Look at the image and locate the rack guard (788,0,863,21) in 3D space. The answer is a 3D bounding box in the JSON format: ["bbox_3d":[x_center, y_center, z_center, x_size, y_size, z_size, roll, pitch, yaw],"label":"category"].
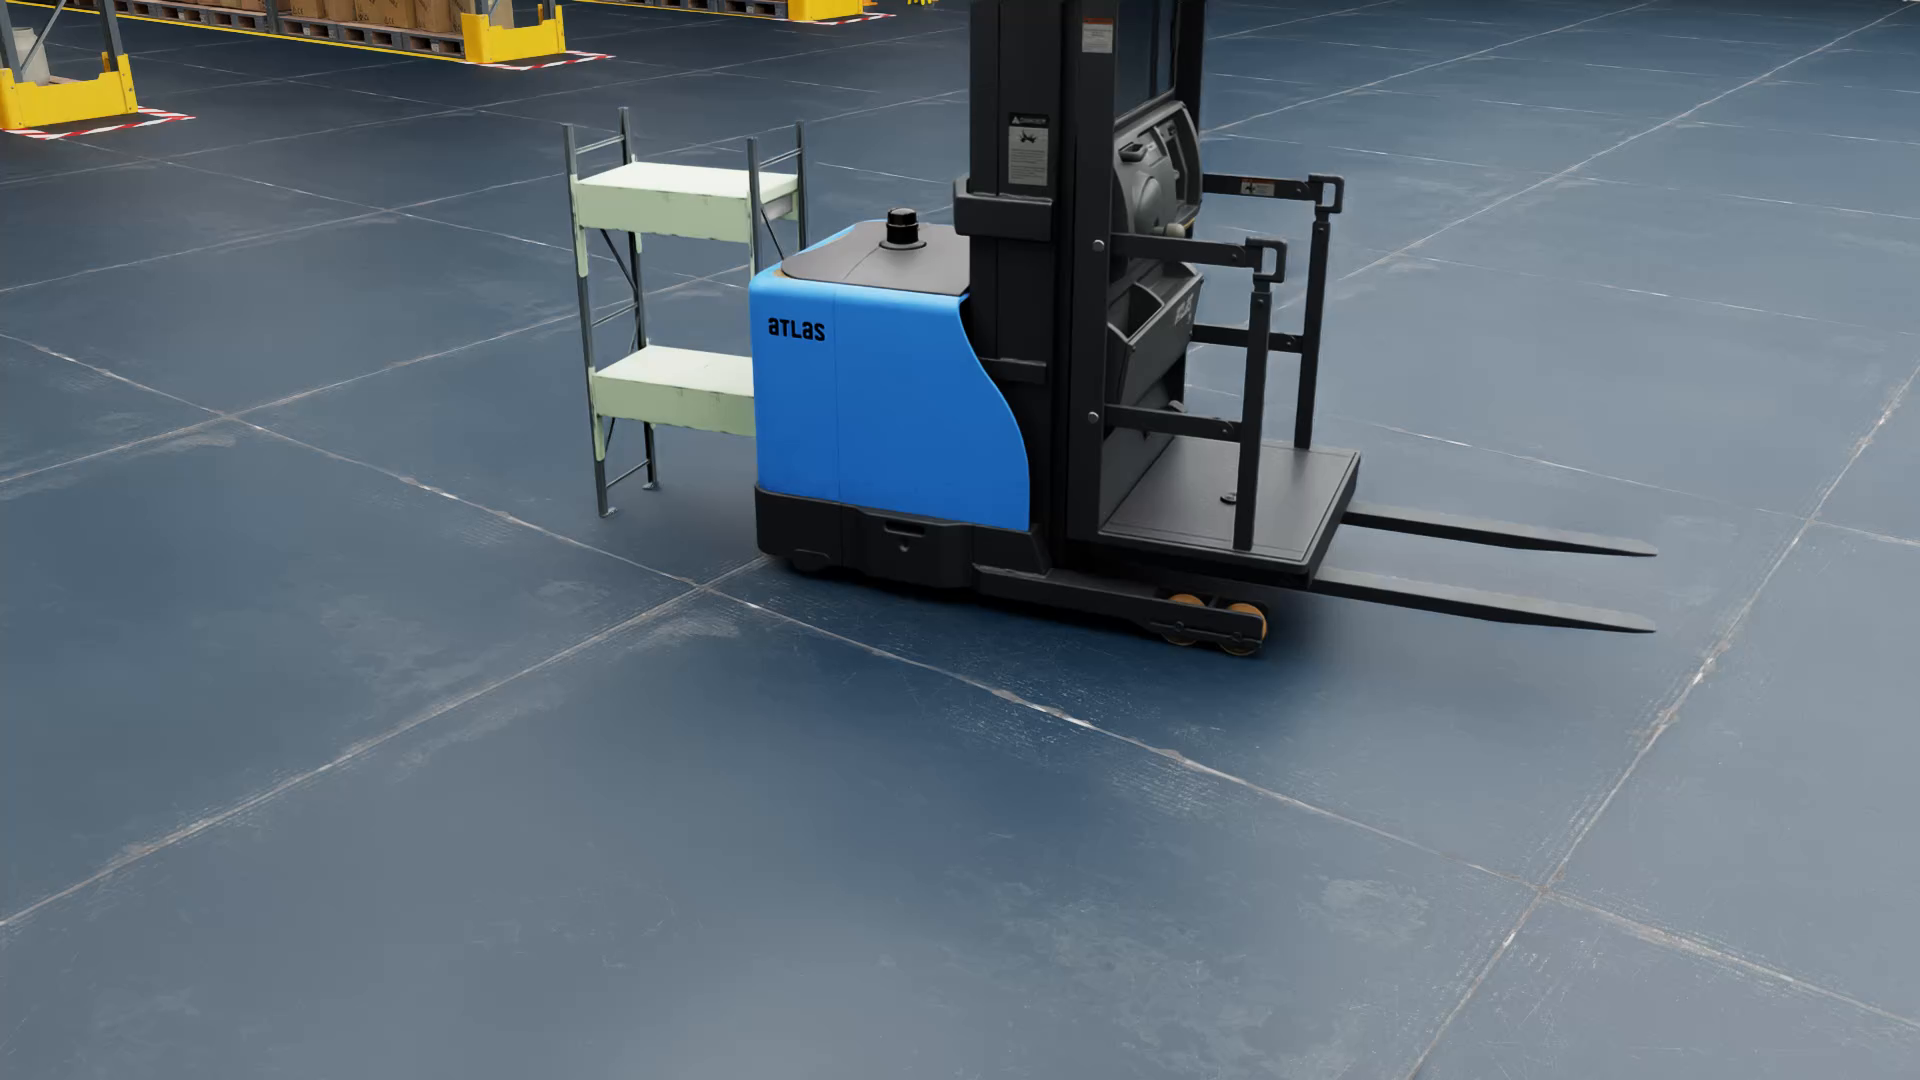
[{"bbox_3d":[-1.761,-7.121,21.793,0.348,0.500,1.175,17,29,33],"label":"rack guard"}]

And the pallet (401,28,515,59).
[{"bbox_3d":[-5.526,-5.645,18.801,1.213,0.211,1.003,17,29,33],"label":"pallet"}]

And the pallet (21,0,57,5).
[{"bbox_3d":[-12.795,-7.864,23.836,1.213,0.211,1.003,17,29,33],"label":"pallet"}]

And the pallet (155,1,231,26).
[{"bbox_3d":[-9.641,-6.869,21.578,1.213,0.211,1.003,17,29,33],"label":"pallet"}]

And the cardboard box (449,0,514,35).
[{"bbox_3d":[-5.326,-5.900,18.500,0.500,0.500,0.500,-20,31,-38],"label":"cardboard box"}]

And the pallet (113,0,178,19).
[{"bbox_3d":[-10.613,-7.164,22.248,1.213,0.211,1.003,17,29,33],"label":"pallet"}]

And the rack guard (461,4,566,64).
[{"bbox_3d":[-4.897,-5.570,18.271,0.348,0.500,1.175,17,29,33],"label":"rack guard"}]

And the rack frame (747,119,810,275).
[{"bbox_3d":[-0.635,-0.740,6.069,0.023,1.500,0.400,9,25,20],"label":"rack frame"}]

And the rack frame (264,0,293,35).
[{"bbox_3d":[-8.037,-7.663,19.921,0.127,3.000,1.000,17,29,33],"label":"rack frame"}]

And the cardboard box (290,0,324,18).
[{"bbox_3d":[-7.741,-6.601,20.091,0.500,0.500,0.500,16,28,32],"label":"cardboard box"}]

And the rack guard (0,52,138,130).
[{"bbox_3d":[-7.896,-3.957,14.610,0.348,0.500,1.175,17,29,33],"label":"rack guard"}]

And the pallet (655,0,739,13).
[{"bbox_3d":[-3.439,-7.458,22.916,1.213,0.211,1.003,17,29,33],"label":"pallet"}]

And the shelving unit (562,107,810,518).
[{"bbox_3d":[-0.976,-0.794,6.192,0.755,1.500,0.431,9,25,20],"label":"shelving unit"}]

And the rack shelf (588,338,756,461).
[{"bbox_3d":[-0.976,-0.496,6.323,0.720,0.370,0.431,9,25,20],"label":"rack shelf"}]

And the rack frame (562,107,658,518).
[{"bbox_3d":[-1.316,-0.848,6.315,0.023,1.500,0.400,9,25,20],"label":"rack frame"}]

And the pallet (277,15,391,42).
[{"bbox_3d":[-7.478,-6.235,20.140,1.213,0.211,1.003,17,29,33],"label":"pallet"}]

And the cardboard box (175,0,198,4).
[{"bbox_3d":[-9.780,-7.267,21.577,0.500,0.500,0.700,20,31,38],"label":"cardboard box"}]

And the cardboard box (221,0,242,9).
[{"bbox_3d":[-8.886,-6.997,20.964,0.500,0.500,0.700,17,29,33],"label":"cardboard box"}]

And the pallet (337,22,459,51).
[{"bbox_3d":[-6.498,-5.941,19.471,1.213,0.211,1.003,17,29,33],"label":"pallet"}]

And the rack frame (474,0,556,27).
[{"bbox_3d":[-4.836,-6.695,17.725,0.127,3.000,1.000,17,29,33],"label":"rack frame"}]

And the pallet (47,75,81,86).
[{"bbox_3d":[-8.542,-4.023,15.118,1.213,0.211,1.003,17,29,33],"label":"pallet"}]

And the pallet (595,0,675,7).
[{"bbox_3d":[-4.420,-7.753,23.585,1.213,0.211,1.003,17,29,33],"label":"pallet"}]

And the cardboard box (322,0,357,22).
[{"bbox_3d":[-7.278,-6.465,19.783,0.500,0.500,0.500,-16,28,-31],"label":"cardboard box"}]

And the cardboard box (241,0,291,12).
[{"bbox_3d":[-8.515,-6.875,20.689,0.500,0.500,0.700,14,28,29],"label":"cardboard box"}]

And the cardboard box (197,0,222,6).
[{"bbox_3d":[-9.333,-7.132,21.271,0.500,0.500,0.700,14,27,29],"label":"cardboard box"}]

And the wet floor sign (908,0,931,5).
[{"bbox_3d":[-0.570,-7.826,23.211,0.232,0.644,0.267,12,26,24],"label":"wet floor sign"}]

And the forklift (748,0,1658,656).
[{"bbox_3d":[0.835,-1.209,5.358,3.031,2.935,1.130,9,25,20],"label":"forklift"}]

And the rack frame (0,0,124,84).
[{"bbox_3d":[-7.807,-5.097,14.099,0.127,3.000,1.000,17,29,33],"label":"rack frame"}]

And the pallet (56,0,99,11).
[{"bbox_3d":[-11.823,-7.569,23.166,1.213,0.211,1.003,17,29,33],"label":"pallet"}]

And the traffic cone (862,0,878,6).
[{"bbox_3d":[-1.354,-7.697,23.145,0.334,0.463,0.336,17,29,33],"label":"traffic cone"}]

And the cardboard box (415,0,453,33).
[{"bbox_3d":[-5.825,-6.033,18.803,0.500,0.500,0.500,-17,29,-34],"label":"cardboard box"}]

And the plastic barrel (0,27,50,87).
[{"bbox_3d":[-8.379,-4.285,14.821,0.421,0.512,0.421,0,24,0],"label":"plastic barrel"}]

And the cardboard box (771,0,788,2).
[{"bbox_3d":[-2.363,-7.634,21.970,0.875,0.875,0.875,17,29,34],"label":"cardboard box"}]

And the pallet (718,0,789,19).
[{"bbox_3d":[-2.467,-7.163,22.246,1.213,0.211,1.003,17,29,33],"label":"pallet"}]

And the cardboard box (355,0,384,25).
[{"bbox_3d":[-6.734,-6.340,19.499,0.500,0.500,0.500,14,27,29],"label":"cardboard box"}]

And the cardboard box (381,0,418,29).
[{"bbox_3d":[-6.314,-6.191,19.160,0.500,0.500,0.500,20,31,38],"label":"cardboard box"}]

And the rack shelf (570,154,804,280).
[{"bbox_3d":[-0.976,-1.151,6.035,0.720,0.370,0.431,9,25,20],"label":"rack shelf"}]

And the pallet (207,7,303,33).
[{"bbox_3d":[-8.661,-6.574,20.909,1.213,0.211,1.003,17,29,33],"label":"pallet"}]
